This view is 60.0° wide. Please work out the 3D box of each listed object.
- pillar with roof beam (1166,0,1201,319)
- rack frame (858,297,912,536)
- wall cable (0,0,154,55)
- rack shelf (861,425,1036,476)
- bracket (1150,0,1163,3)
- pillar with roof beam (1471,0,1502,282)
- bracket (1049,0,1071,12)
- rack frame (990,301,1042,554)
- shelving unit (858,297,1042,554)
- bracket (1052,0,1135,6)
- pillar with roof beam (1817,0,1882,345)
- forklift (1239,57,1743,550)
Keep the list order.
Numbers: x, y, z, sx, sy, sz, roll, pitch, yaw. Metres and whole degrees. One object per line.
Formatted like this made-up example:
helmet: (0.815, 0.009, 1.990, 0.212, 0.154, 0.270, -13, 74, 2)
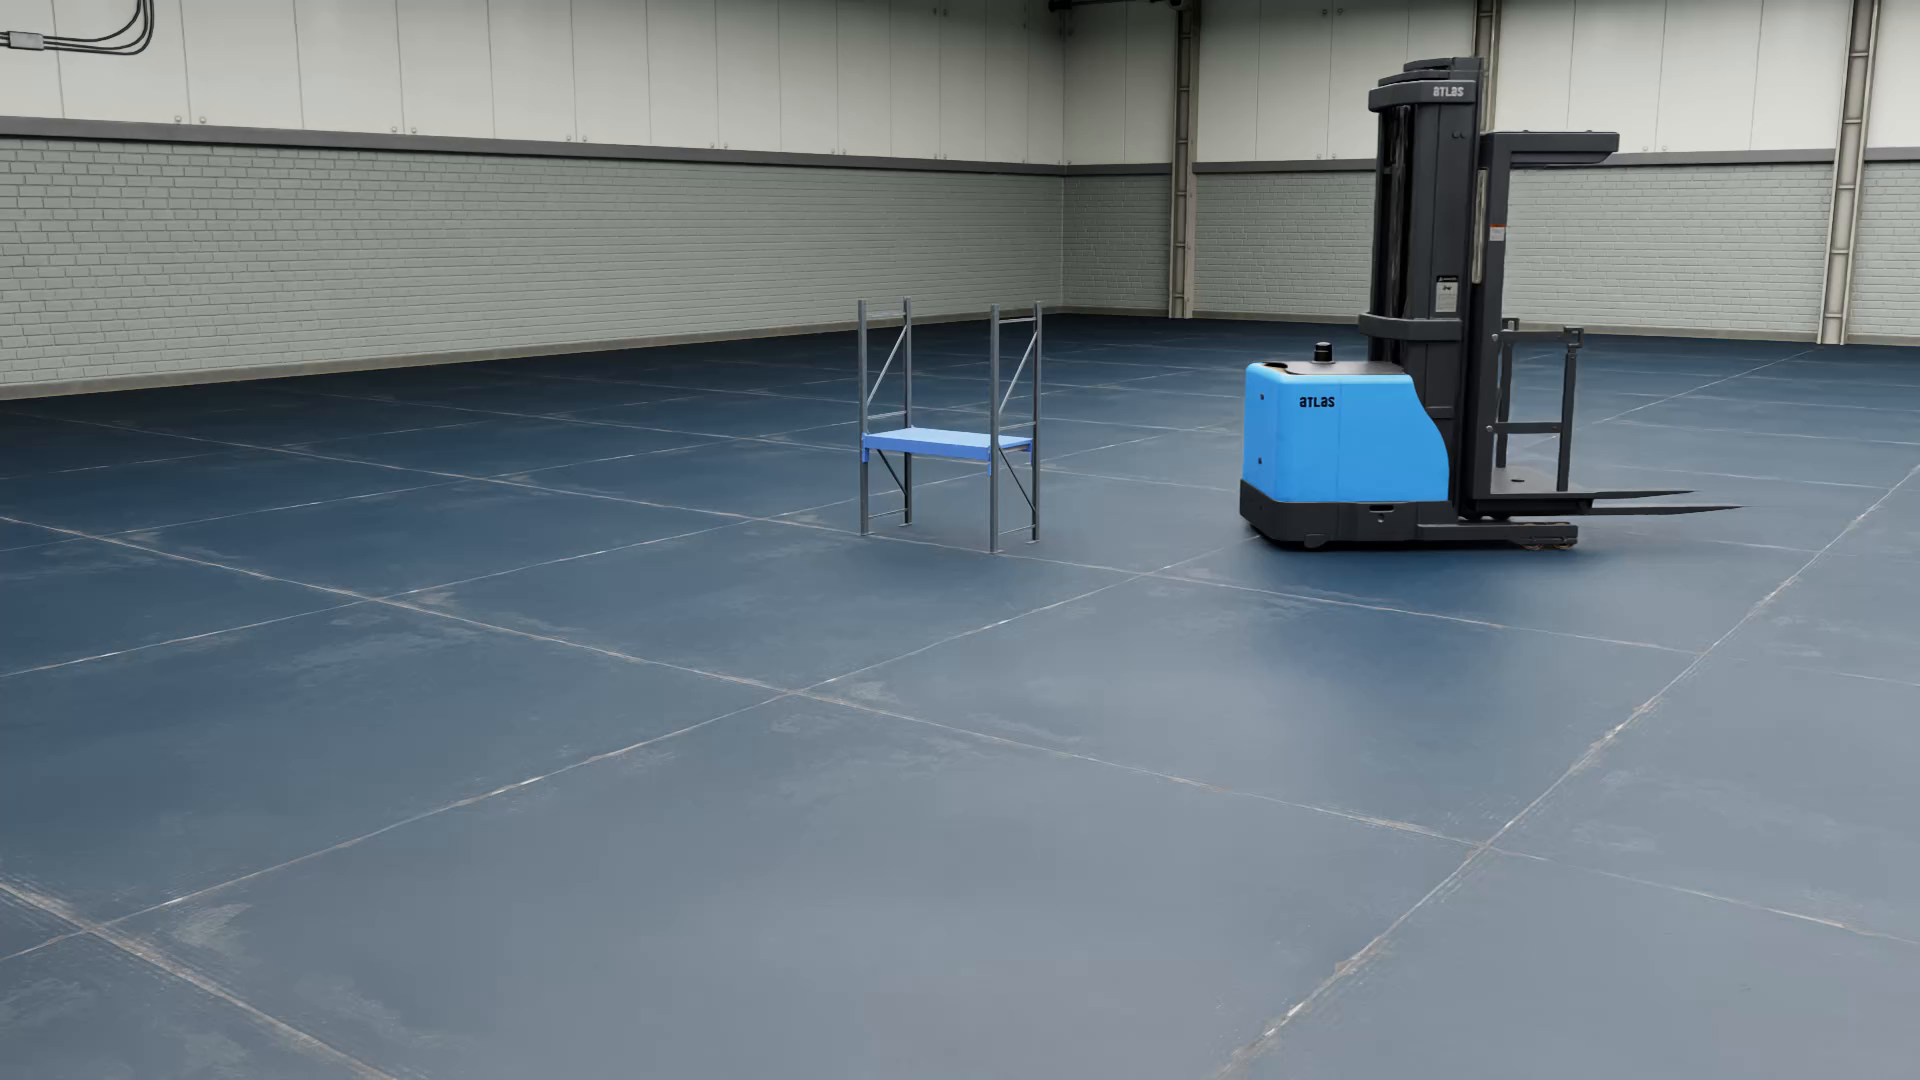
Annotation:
pillar with roof beam: (1.970, -8.307, 29.779, 0.548, 9.000, 9.100, 8, 13, 36)
rack frame: (-0.478, -0.803, 10.732, 0.032, 1.500, 0.500, 8, 13, 36)
wall cable: (-10.087, -7.799, 18.197, 0.169, 6.003, 2.305, 8, 13, 36)
rack shelf: (-0.069, -0.569, 10.471, 1.000, 0.185, 0.538, 8, 13, 36)
bracket: (3.973, -10.726, 32.804, 0.430, 0.232, 0.235, 8, 13, 36)
pillar with roof beam: (6.806, -7.633, 26.292, 0.400, 9.000, 9.100, 8, 13, 36)
bracket: (2.063, -10.992, 34.181, 0.430, 0.232, 0.235, 8, 13, 36)
rack frame: (0.341, -0.689, 10.141, 0.032, 1.500, 0.500, 8, 13, 36)
shelving unit: (-0.069, -0.746, 10.437, 1.048, 1.500, 0.538, 8, 13, 36)
bracket: (2.539, -10.926, 33.838, 3.189, 0.066, 0.076, 8, 13, 36)
pillar with roof beam: (11.642, -6.958, 22.805, 0.400, 9.000, 9.100, 8, 13, 36)
forklift: (3.392, -1.476, 10.442, 3.031, 2.935, 1.130, -1, 11, -4)
